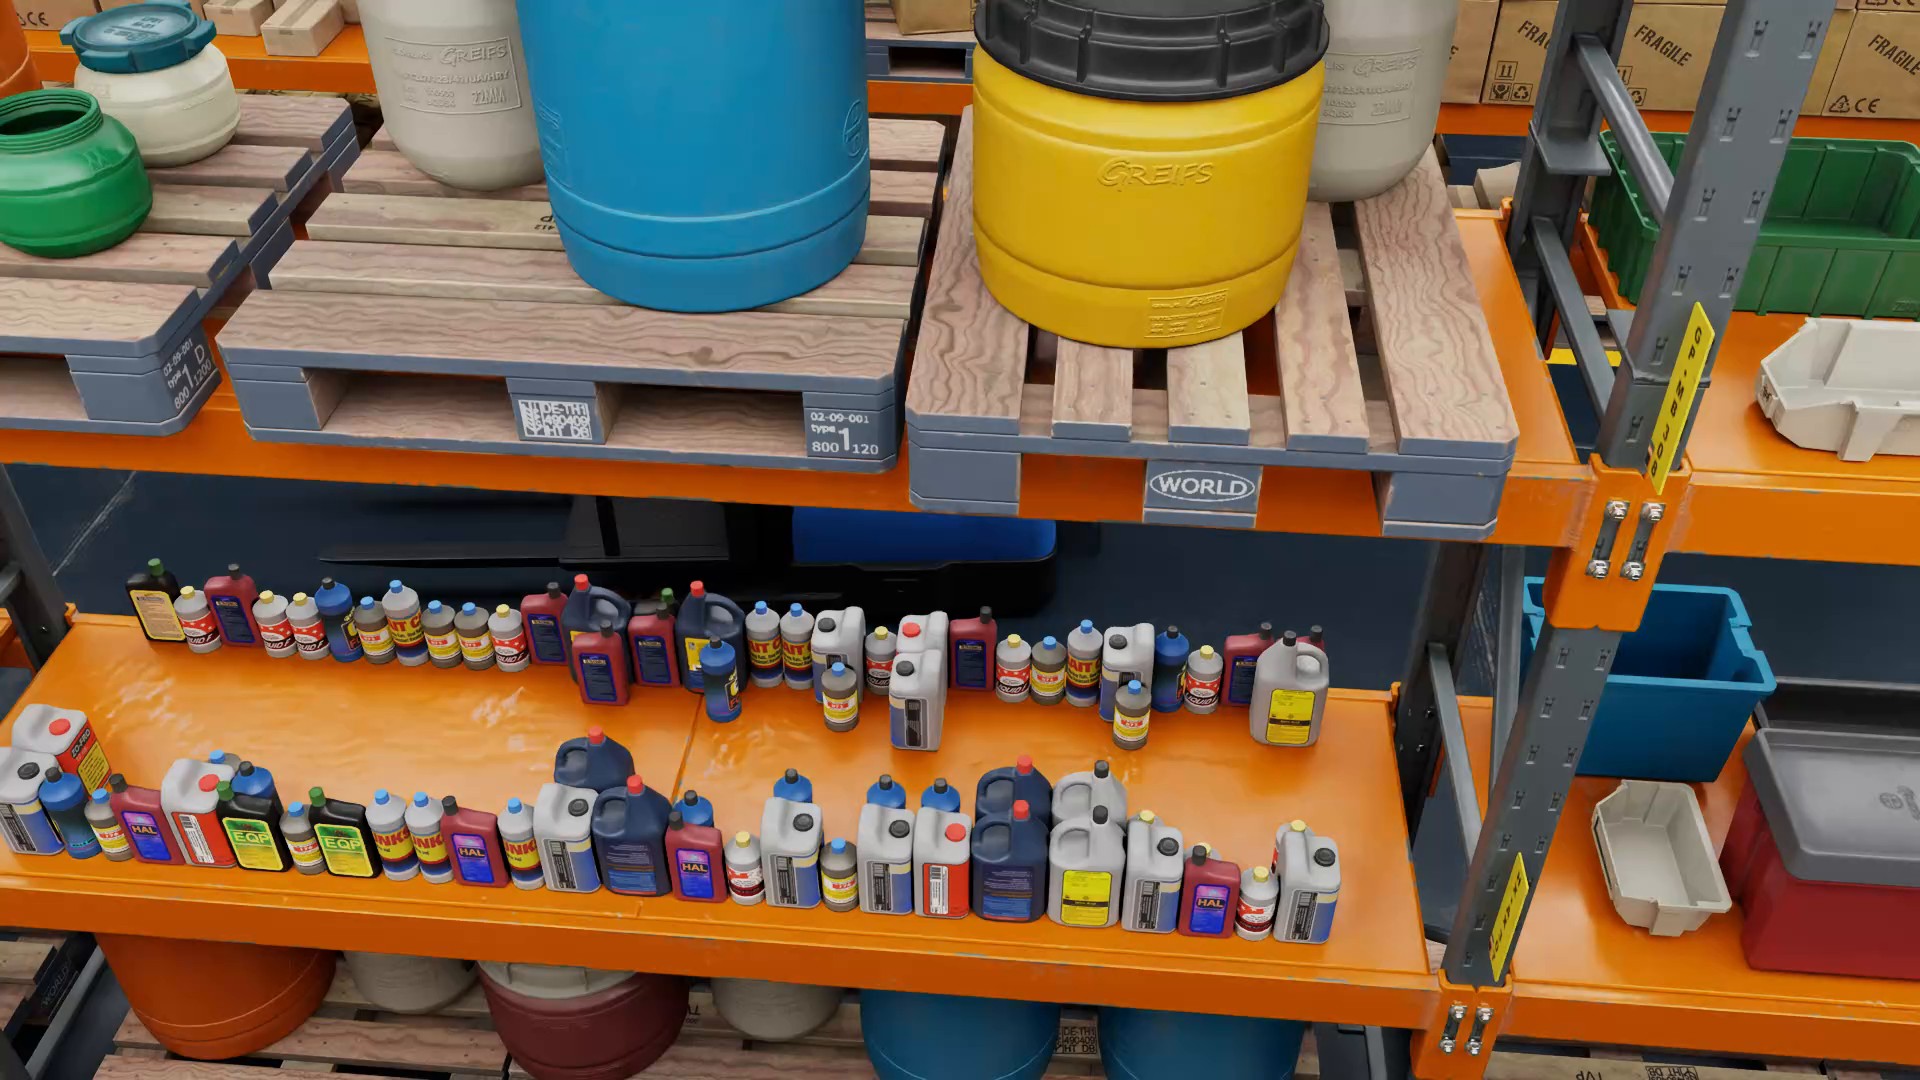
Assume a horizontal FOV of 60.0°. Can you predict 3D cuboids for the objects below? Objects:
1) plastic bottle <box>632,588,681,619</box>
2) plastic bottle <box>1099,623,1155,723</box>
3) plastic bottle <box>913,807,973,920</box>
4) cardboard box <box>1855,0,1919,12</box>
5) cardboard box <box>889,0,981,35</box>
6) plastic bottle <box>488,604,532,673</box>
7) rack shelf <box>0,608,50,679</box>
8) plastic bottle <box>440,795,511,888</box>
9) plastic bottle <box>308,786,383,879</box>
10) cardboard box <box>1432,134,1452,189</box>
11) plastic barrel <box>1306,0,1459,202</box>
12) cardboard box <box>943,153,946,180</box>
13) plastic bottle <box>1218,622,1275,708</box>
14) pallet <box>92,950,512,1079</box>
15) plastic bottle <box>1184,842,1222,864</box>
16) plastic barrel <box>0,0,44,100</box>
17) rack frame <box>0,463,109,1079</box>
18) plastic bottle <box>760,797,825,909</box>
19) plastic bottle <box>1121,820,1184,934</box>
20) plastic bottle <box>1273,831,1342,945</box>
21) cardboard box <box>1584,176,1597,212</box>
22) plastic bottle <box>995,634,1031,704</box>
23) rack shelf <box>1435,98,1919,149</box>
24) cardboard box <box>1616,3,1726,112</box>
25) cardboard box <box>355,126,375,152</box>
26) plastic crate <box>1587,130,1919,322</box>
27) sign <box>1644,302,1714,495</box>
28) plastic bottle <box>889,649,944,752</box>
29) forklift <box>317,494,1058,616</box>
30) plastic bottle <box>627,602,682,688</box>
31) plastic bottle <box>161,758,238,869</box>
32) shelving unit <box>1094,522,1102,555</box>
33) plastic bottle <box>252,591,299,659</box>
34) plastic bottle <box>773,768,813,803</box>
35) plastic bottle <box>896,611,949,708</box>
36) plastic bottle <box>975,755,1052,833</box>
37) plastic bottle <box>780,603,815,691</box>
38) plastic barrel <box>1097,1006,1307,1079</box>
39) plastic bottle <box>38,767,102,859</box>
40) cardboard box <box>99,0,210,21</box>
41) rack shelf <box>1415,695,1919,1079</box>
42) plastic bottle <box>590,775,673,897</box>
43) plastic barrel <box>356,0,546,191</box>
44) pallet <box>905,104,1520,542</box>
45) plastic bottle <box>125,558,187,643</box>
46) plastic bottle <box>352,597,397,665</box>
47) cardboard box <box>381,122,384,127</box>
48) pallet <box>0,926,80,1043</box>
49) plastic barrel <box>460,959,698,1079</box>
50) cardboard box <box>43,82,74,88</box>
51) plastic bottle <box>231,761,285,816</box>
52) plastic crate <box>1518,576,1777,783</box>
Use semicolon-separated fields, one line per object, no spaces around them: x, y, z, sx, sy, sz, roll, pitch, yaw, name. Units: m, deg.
-0.842;0.249;4.660;0.133;0.283;0.061;3;39;4;plastic bottle
0.455;0.352;4.540;0.135;0.276;0.152;3;39;4;plastic bottle
-0.039;0.771;4.025;0.135;0.276;0.152;3;39;4;plastic bottle
4.176;-2.639;7.244;0.500;0.500;0.500;4;39;5;cardboard box
-0.087;-2.785;7.884;0.500;0.500;0.700;-6;40;-8;cardboard box
-1.276;0.269;4.701;0.097;0.201;0.097;0;39;0;plastic bottle
-4.730;0.541;4.779;4.000;0.370;1.077;3;39;4;rack shelf
-1.187;0.735;4.064;0.133;0.283;0.061;3;39;4;plastic bottle
-1.514;0.717;4.086;0.133;0.283;0.061;3;39;4;plastic bottle
2.271;-1.875;8.809;0.500;0.500;0.500;3;39;4;cardboard box
0.745;-0.977;3.257;0.433;0.535;0.433;0;39;0;plastic barrel
-0.336;-1.660;8.545;0.500;0.500;0.500;2;39;2;cardboard box
0.786;0.338;4.551;0.133;0.283;0.061;3;39;4;plastic bottle
-1.948;1.469;5.278;1.213;0.211;1.003;3;39;4;pallet
0.581;0.813;4.032;0.097;0.201;0.097;0;39;0;plastic bottle
-2.172;-1.089;3.163;0.708;0.830;0.600;3;39;4;plastic barrel
-2.738;0.371;4.418;0.127;3.000;1.000;3;39;4;rack frame
-0.404;0.751;4.049;0.135;0.276;0.152;3;39;4;plastic bottle
0.463;0.799;3.991;0.135;0.276;0.152;3;39;4;plastic bottle
0.827;0.819;3.966;0.135;0.276;0.152;3;39;4;plastic bottle
3.551;-1.630;8.505;0.637;0.503;0.797;3;39;4;cardboard box
0.148;0.347;4.605;0.097;0.201;0.097;0;39;0;plastic bottle
3.671;-2.138;8.071;4.000;0.370;1.077;3;39;4;rack shelf
3.172;-2.311;7.634;0.500;0.500;0.500;3;39;4;cardboard box
-3.368;-1.956;8.678;0.500;0.311;0.500;3;39;3;cardboard box
1.696;-0.659;3.476;0.662;0.188;0.450;3;39;4;plastic crate
1.198;-0.232;2.776;0.005;0.325;0.100;3;39;4;sign
-0.116;0.417;4.460;0.135;0.276;0.152;3;39;4;plastic bottle
-1.127;-1.120;6.304;3.031;2.935;1.130;-1;39;-1;forklift
-0.847;0.288;4.613;0.133;0.283;0.061;3;39;4;plastic bottle
-1.873;0.671;4.148;0.135;0.276;0.152;3;39;4;plastic bottle
0.495;-0.360;6.979;0.210;0.900;0.258;-1;39;-1;shelving unit
-1.954;0.232;4.746;0.097;0.201;0.097;0;39;0;plastic bottle
-0.412;0.674;4.148;0.097;0.271;0.097;0;39;0;plastic bottle
-0.103;0.322;4.577;0.135;0.276;0.152;3;39;4;plastic bottle
0.132;0.663;4.099;0.185;0.351;0.144;3;39;4;plastic bottle
-0.447;0.287;4.623;0.097;0.271;0.097;0;39;0;plastic bottle
0.707;1.199;4.730;0.708;0.901;0.600;3;39;4;plastic barrel
-2.221;0.671;4.151;0.097;0.271;0.097;0;39;0;plastic bottle
-3.980;-2.864;8.313;0.500;0.500;0.500;1;39;1;cardboard box
3.240;0.977;4.244;4.000;0.370;1.077;3;39;4;rack shelf
-0.794;0.704;4.049;0.185;0.351;0.144;3;39;4;plastic bottle
-0.958;-1.006;3.294;0.433;0.535;0.433;0;39;0;plastic barrel
0.458;-0.483;3.240;1.003;0.211;1.213;3;39;4;pallet
-2.298;0.170;4.758;0.133;0.283;0.061;3;39;4;plastic bottle
-1.663;0.248;4.727;0.097;0.201;0.097;0;39;0;plastic bottle
-2.803;-2.271;9.066;0.500;0.311;0.500;4;39;5;cardboard box
-3.506;1.386;5.380;1.213;0.211;1.003;3;39;4;pallet
-1.124;1.221;4.952;0.708;0.588;0.600;3;39;4;plastic barrel
-4.847;-2.381;9.201;0.500;0.311;0.500;3;39;4;cardboard box
-1.755;0.658;4.167;0.097;0.271;0.097;0;39;0;plastic bottle
1.742;0.383;4.369;0.575;0.384;0.392;3;39;4;plastic crate
